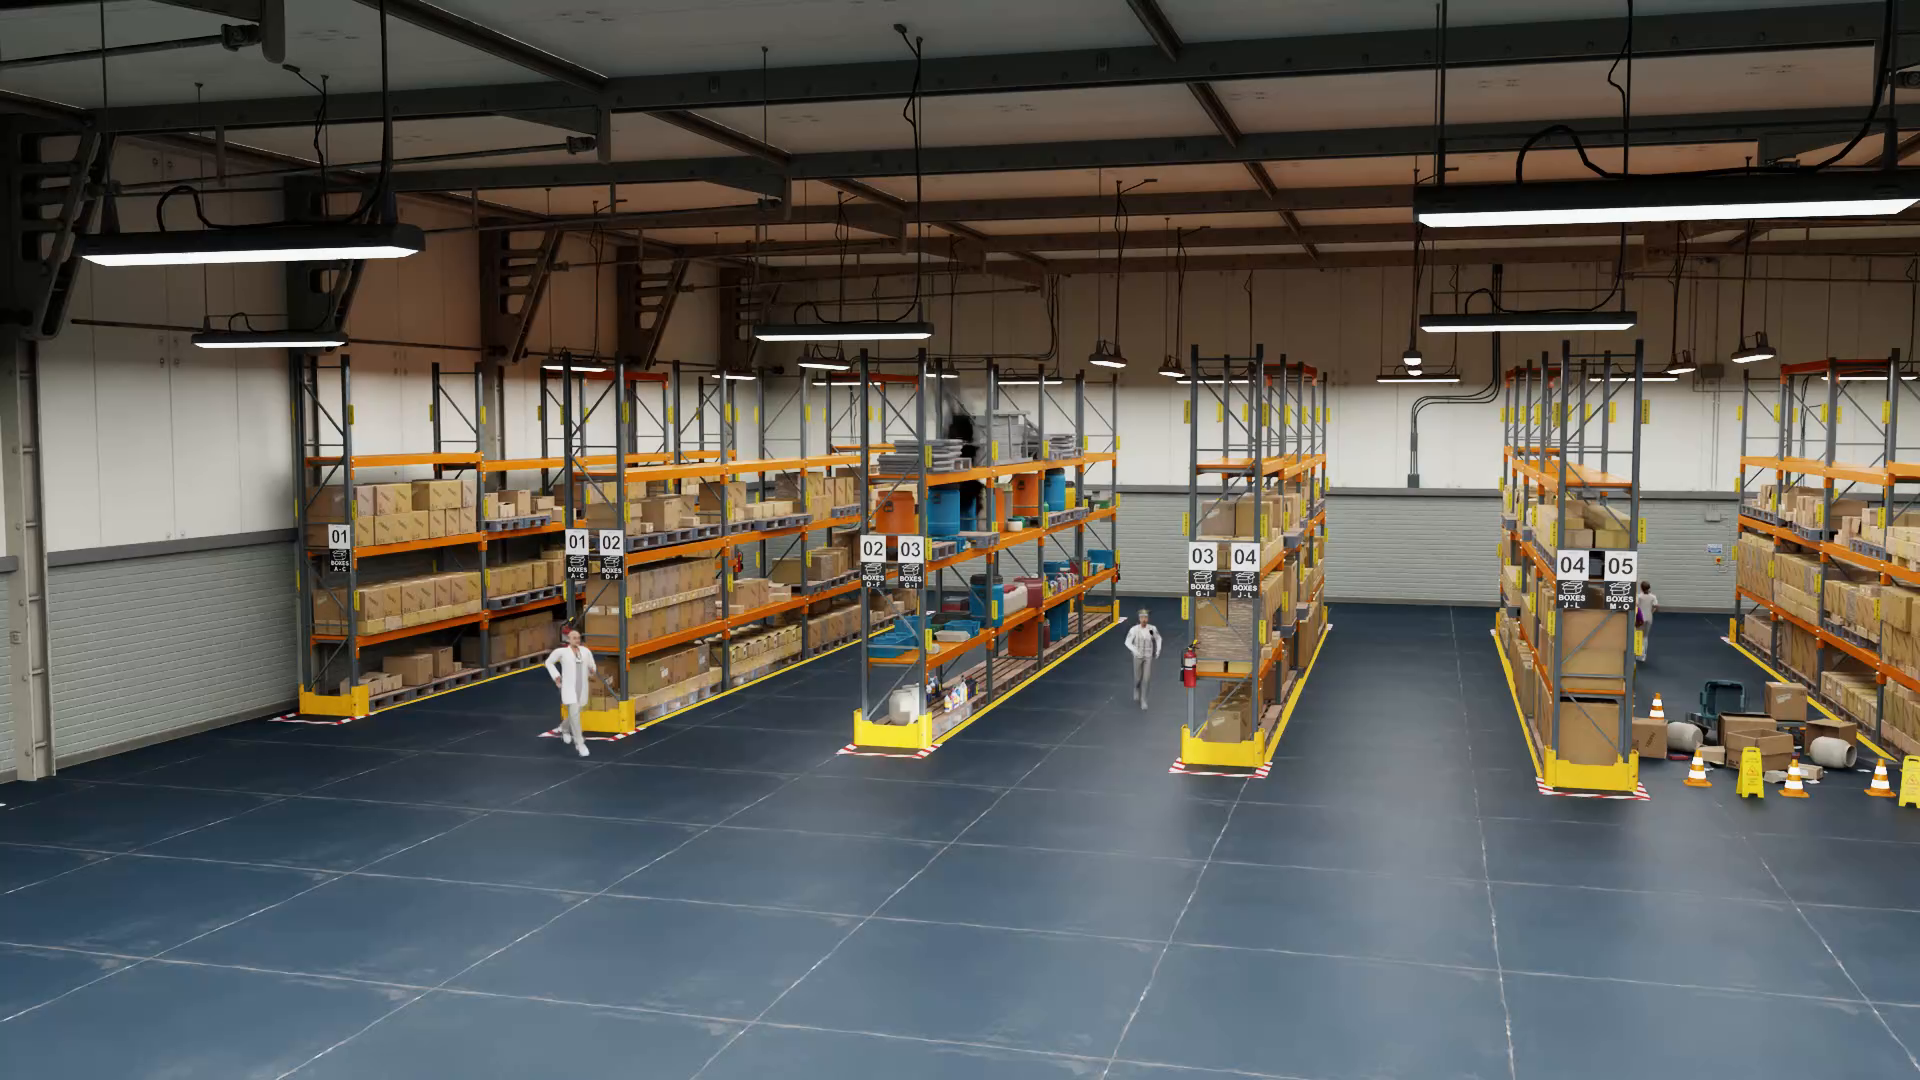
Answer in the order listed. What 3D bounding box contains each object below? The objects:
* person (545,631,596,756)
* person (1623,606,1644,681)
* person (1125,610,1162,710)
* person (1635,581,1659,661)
[{"bbox_3d":[-5.750,2.244,24.770,0.705,1.802,1.046,-4,6,-40],"label":"person"},{"bbox_3d":[12.470,1.798,31.229,0.699,1.728,0.687,0,4,3],"label":"person"},{"bbox_3d":[3.162,2.025,28.604,0.641,1.697,0.761,0,4,2],"label":"person"},{"bbox_3d":[13.940,1.643,33.915,0.567,1.631,0.553,0,4,5],"label":"person"}]
